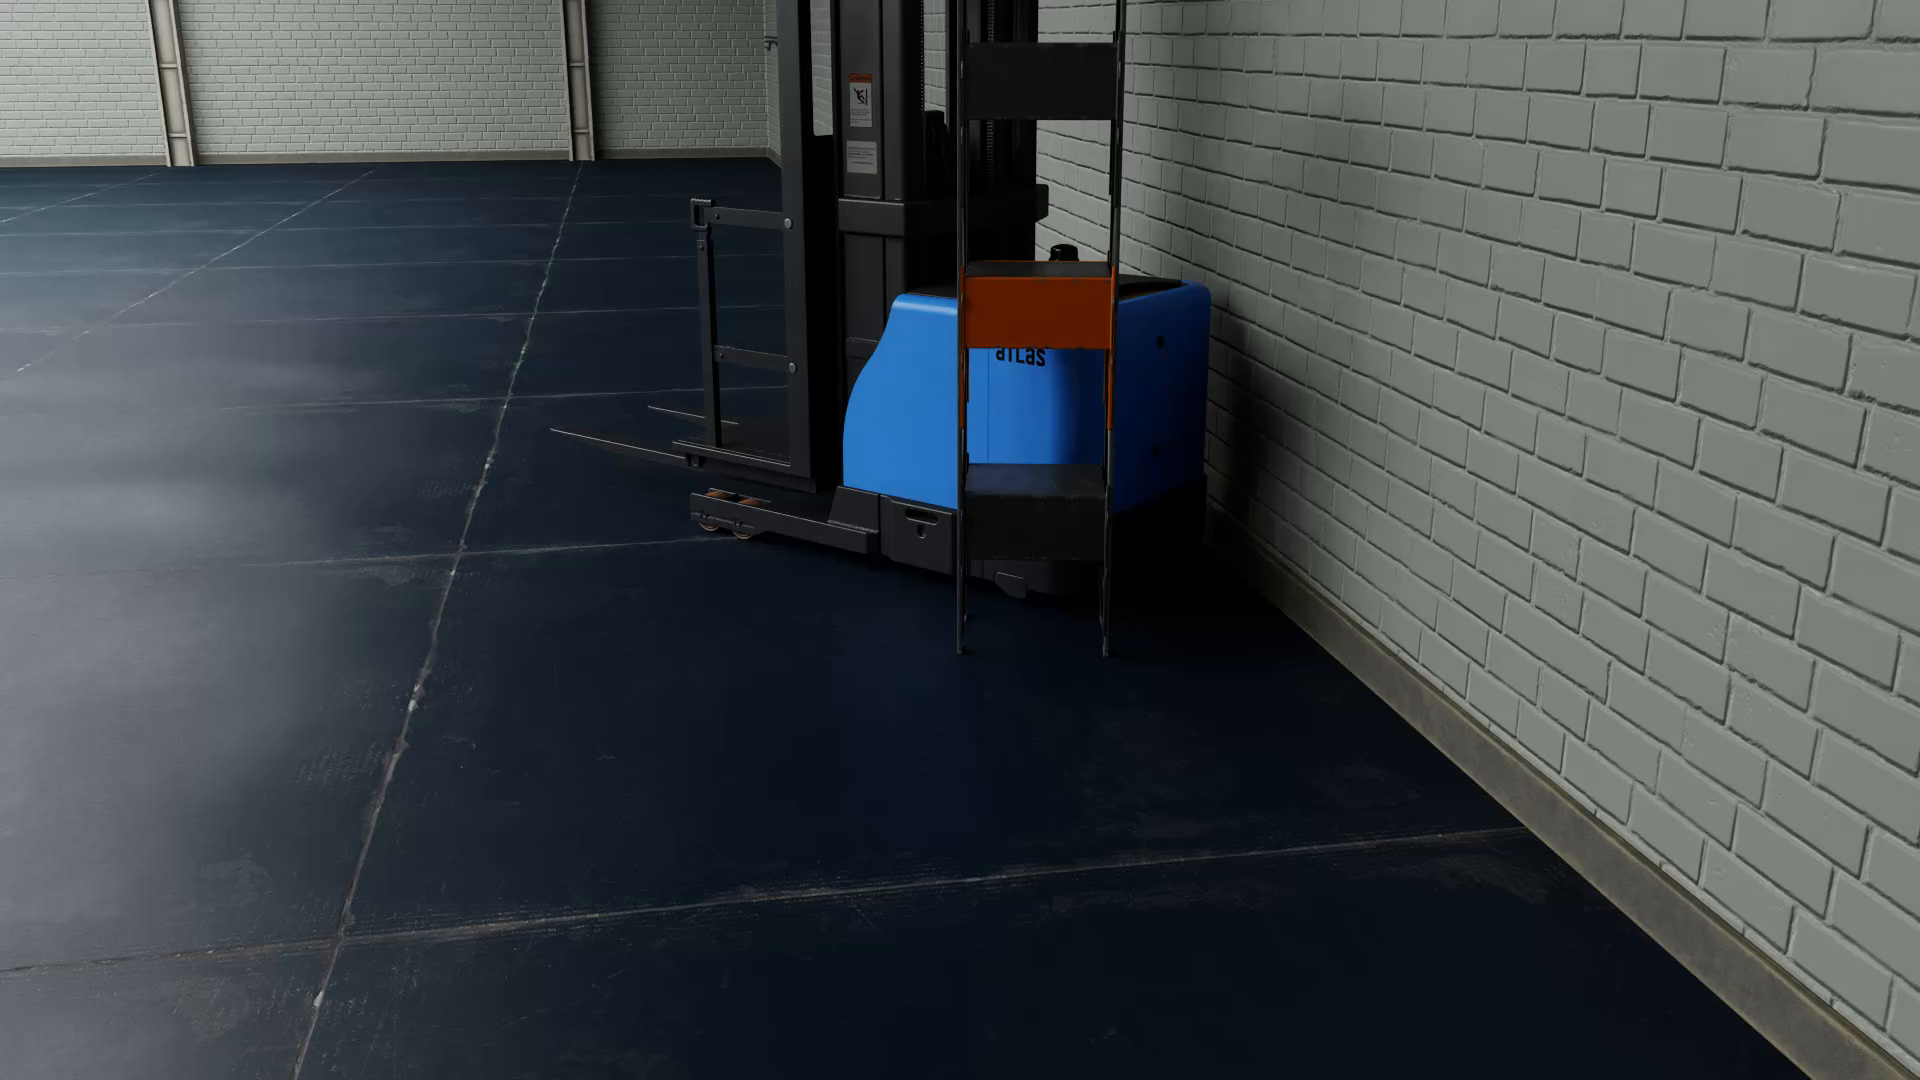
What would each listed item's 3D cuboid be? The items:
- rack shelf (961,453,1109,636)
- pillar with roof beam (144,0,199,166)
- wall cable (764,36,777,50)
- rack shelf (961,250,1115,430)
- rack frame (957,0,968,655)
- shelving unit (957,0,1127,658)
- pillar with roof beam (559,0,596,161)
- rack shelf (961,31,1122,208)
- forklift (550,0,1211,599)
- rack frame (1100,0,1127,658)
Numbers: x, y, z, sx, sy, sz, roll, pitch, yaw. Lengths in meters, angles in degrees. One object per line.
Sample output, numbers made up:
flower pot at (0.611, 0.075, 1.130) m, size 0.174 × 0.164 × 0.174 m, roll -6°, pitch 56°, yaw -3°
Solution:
rack shelf at (0.252, 0.008, 5.639) m, size 0.480 × 0.518 × 0.431 m, roll 1°, pitch 17°, yaw 3°
pillar with roof beam at (-11.120, -8.818, 20.193) m, size 0.400 × 9.000 × 9.100 m, roll -3°, pitch 17°, yaw -10°
wall cable at (-2.902, -8.691, 25.071) m, size 0.112 × 2.526 × 3.097 m, roll -3°, pitch 17°, yaw -10°
rack shelf at (0.252, -0.661, 5.434) m, size 0.480 × 0.518 × 0.431 m, roll 1°, pitch 17°, yaw 3°
rack frame at (0.008, -0.677, 5.440) m, size 0.015 × 2.100 × 0.400 m, roll 1°, pitch 17°, yaw 3°
shelving unit at (0.252, -0.674, 5.430) m, size 0.503 × 2.100 × 0.431 m, roll 1°, pitch 17°, yaw 3°
pillar with roof beam at (-5.229, -9.152, 21.281) m, size 0.400 × 9.000 × 9.100 m, roll -3°, pitch 17°, yaw -10°
rack shelf at (0.252, -1.330, 5.228) m, size 0.480 × 0.518 × 0.431 m, roll 1°, pitch 17°, yaw 3°
forklift at (-0.502, -1.513, 6.746) m, size 3.031 × 2.935 × 1.130 m, roll 13°, pitch 21°, yaw 35°
rack frame at (0.496, -0.671, 5.419) m, size 0.015 × 2.100 × 0.400 m, roll 1°, pitch 17°, yaw 3°
